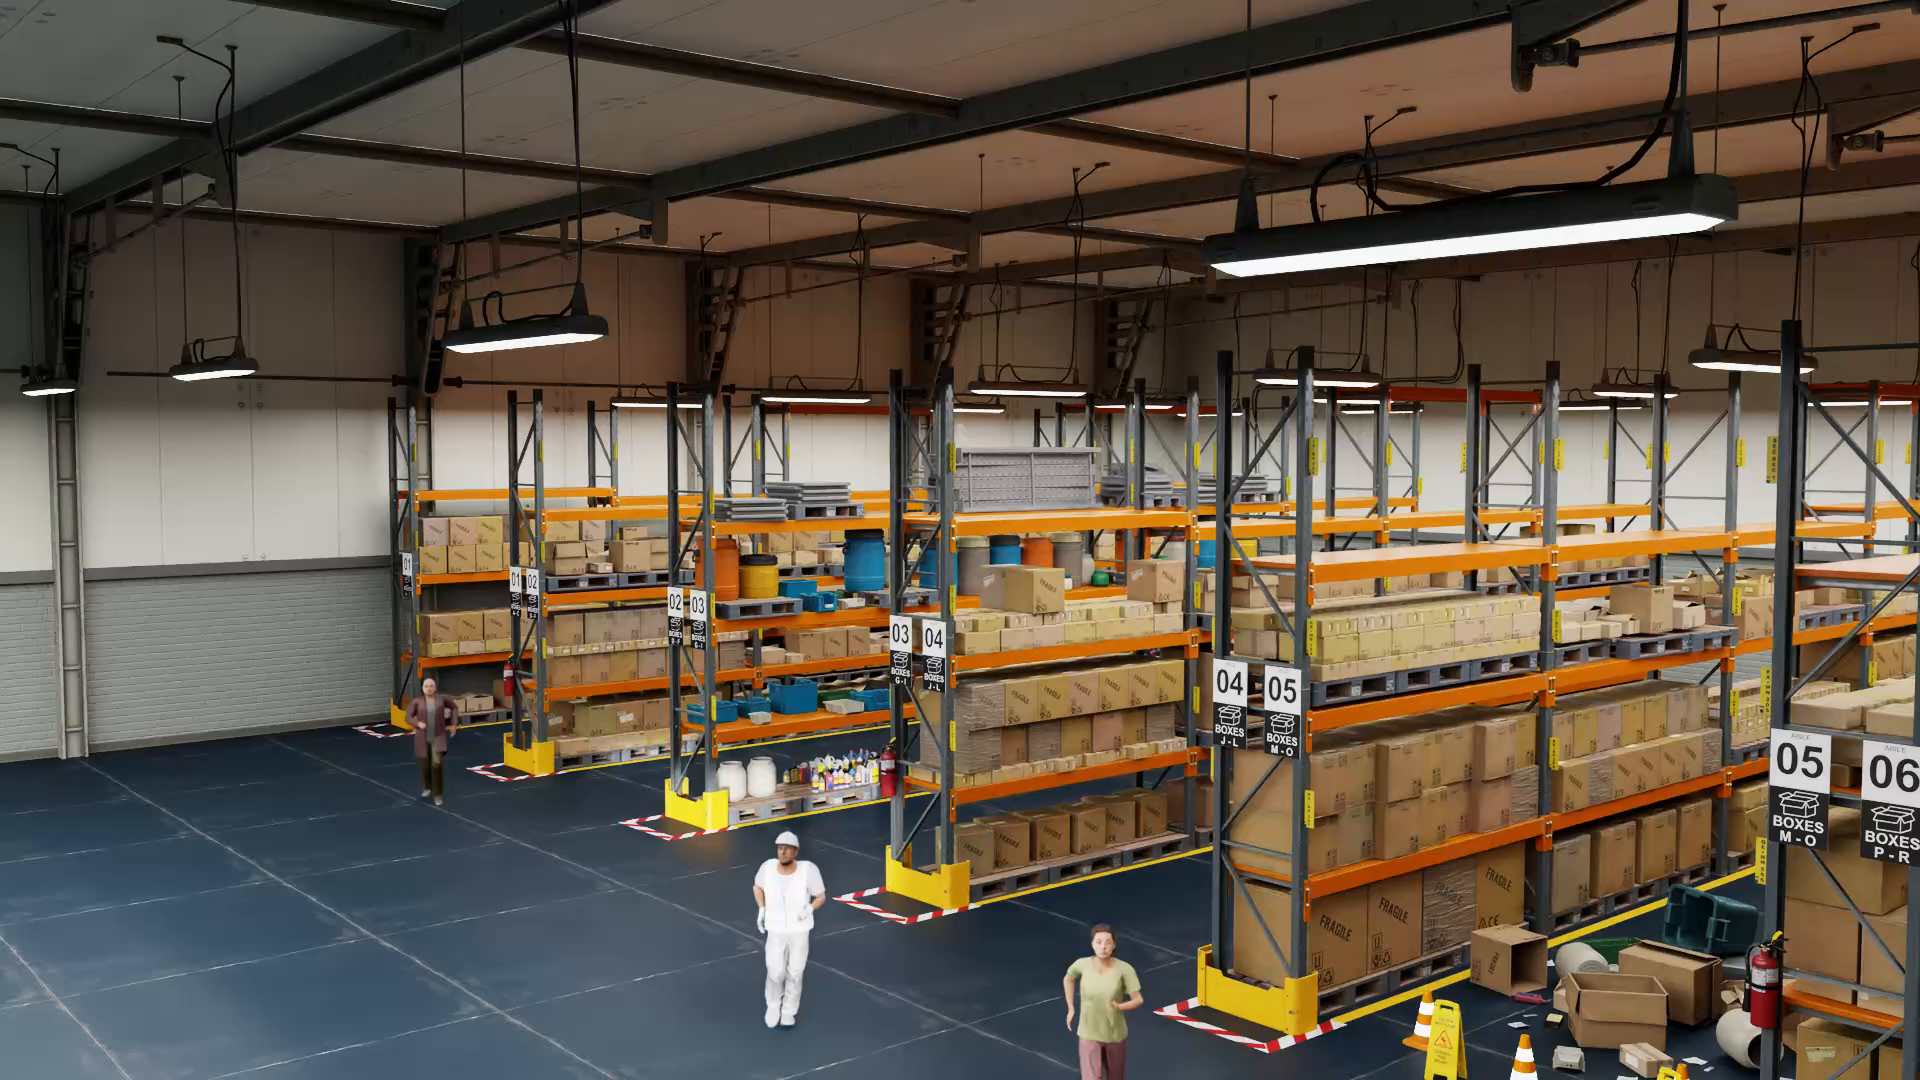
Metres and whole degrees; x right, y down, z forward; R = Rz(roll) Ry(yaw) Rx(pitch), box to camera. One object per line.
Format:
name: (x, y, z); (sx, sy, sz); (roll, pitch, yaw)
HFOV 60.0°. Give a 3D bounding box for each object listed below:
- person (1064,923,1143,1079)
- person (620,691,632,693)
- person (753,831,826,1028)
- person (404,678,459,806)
person: (1.036, 3.598, 12.031); (0.573, 1.660, 0.967); (0, 3, 3)
person: (-5.878, 2.635, 29.488); (0.607, 1.640, 0.849); (3, 5, 44)
person: (-1.503, 3.429, 14.553); (0.655, 1.755, 0.644); (0, 3, -1)
person: (-7.572, 2.907, 23.847); (0.735, 1.865, 0.823); (-1, 3, -15)
